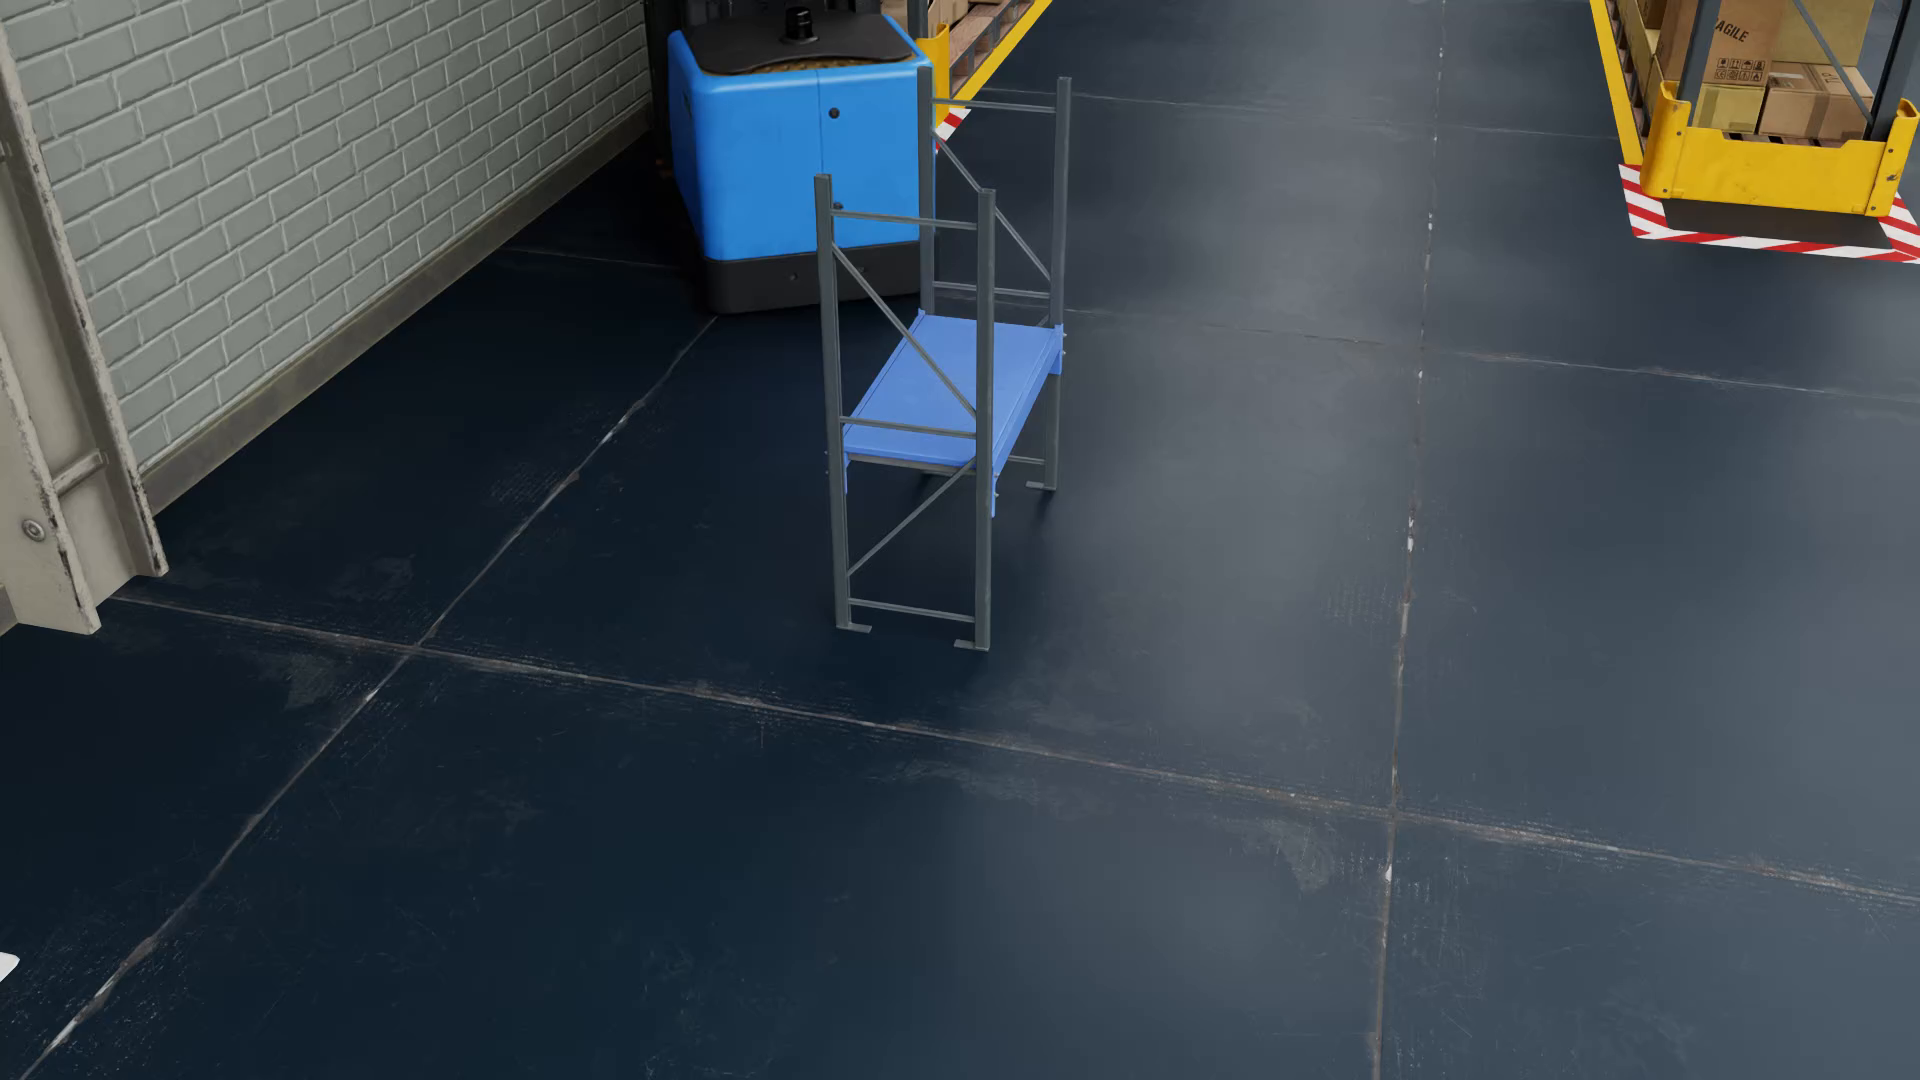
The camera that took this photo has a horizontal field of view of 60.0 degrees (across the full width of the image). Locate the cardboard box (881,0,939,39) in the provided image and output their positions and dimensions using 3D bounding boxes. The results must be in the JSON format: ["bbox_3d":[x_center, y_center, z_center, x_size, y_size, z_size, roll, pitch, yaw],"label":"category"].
[{"bbox_3d":[-0.413,-3.119,9.956,0.500,0.311,0.500,4,33,7],"label":"cardboard box"}]

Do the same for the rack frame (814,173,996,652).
[{"bbox_3d":[-0.151,-0.325,4.863,0.500,1.500,0.032,8,33,12],"label":"rack frame"}]

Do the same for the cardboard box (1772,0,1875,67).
[{"bbox_3d":[4.593,-2.890,8.972,0.500,0.500,0.500,8,33,12],"label":"cardboard box"}]

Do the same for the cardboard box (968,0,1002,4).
[{"bbox_3d":[-0.033,-3.868,10.959,0.700,0.500,0.500,6,33,9],"label":"cardboard box"}]

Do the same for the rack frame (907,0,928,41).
[{"bbox_3d":[-0.675,-3.721,8.807,1.000,3.000,0.127,8,33,12],"label":"rack frame"}]

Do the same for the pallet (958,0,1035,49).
[{"bbox_3d":[-0.104,-3.632,11.266,1.003,0.211,1.213,8,33,12],"label":"pallet"}]

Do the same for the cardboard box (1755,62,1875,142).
[{"bbox_3d":[4.468,-2.313,8.764,0.500,0.250,0.500,8,33,12],"label":"cardboard box"}]

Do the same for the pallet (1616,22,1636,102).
[{"bbox_3d":[4.582,-2.905,10.123,1.003,0.211,1.213,8,33,12],"label":"pallet"}]

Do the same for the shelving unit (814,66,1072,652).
[{"bbox_3d":[-0.022,-0.589,5.278,0.538,1.500,1.048,8,33,12],"label":"shelving unit"}]

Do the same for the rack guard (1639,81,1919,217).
[{"bbox_3d":[4.111,-1.981,8.400,1.175,0.500,0.348,8,33,12],"label":"rack guard"}]

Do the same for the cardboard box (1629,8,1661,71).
[{"bbox_3d":[4.208,-2.905,9.695,0.500,0.250,0.500,8,33,12],"label":"cardboard box"}]

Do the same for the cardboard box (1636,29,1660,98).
[{"bbox_3d":[4.083,-2.645,9.286,0.500,0.250,0.500,8,33,12],"label":"cardboard box"}]

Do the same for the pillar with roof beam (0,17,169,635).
[{"bbox_3d":[1.307,-3.034,2.135,9.100,9.000,0.400,8,33,12],"label":"pillar with roof beam"}]

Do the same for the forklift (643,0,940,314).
[{"bbox_3d":[-0.977,-2.992,7.724,1.130,2.935,3.031,-9,33,-13],"label":"forklift"}]

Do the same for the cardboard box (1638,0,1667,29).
[{"bbox_3d":[4.205,-3.222,9.494,0.500,0.500,0.500,8,33,12],"label":"cardboard box"}]

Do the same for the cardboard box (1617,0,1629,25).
[{"bbox_3d":[4.458,-3.424,10.512,0.500,0.250,0.500,8,33,12],"label":"cardboard box"}]

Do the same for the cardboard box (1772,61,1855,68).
[{"bbox_3d":[4.592,-2.573,9.173,0.500,0.250,0.500,8,33,12],"label":"cardboard box"}]

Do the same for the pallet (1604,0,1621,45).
[{"bbox_3d":[4.890,-3.541,11.122,1.003,0.211,1.213,8,33,12],"label":"pallet"}]

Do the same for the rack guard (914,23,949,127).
[{"bbox_3d":[-0.656,-2.706,9.540,1.175,0.500,0.348,8,33,12],"label":"rack guard"}]

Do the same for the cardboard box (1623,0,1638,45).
[{"bbox_3d":[4.337,-3.164,10.102,0.500,0.250,0.500,8,33,12],"label":"cardboard box"}]

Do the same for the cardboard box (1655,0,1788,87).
[{"bbox_3d":[3.965,-2.701,8.675,0.500,0.500,0.500,8,33,12],"label":"cardboard box"}]

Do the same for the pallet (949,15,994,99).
[{"bbox_3d":[-0.416,-3.000,10.273,1.003,0.211,1.213,8,33,12],"label":"pallet"}]

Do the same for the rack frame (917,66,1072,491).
[{"bbox_3d":[0.107,-0.852,5.693,0.500,1.500,0.032,8,33,12],"label":"rack frame"}]

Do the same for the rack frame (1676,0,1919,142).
[{"bbox_3d":[4.117,-3.048,7.749,1.000,3.000,0.127,8,33,12],"label":"rack frame"}]

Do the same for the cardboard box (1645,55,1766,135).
[{"bbox_3d":[3.967,-2.384,8.875,0.500,0.250,0.500,8,33,12],"label":"cardboard box"}]

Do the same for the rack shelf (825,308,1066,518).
[{"bbox_3d":[-0.022,-0.437,5.374,0.538,0.185,1.000,8,33,12],"label":"rack shelf"}]

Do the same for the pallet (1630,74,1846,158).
[{"bbox_3d":[4.271,-2.274,9.131,1.003,0.211,1.213,8,33,12],"label":"pallet"}]

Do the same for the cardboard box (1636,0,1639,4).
[{"bbox_3d":[4.333,-3.481,9.902,0.500,0.500,0.500,8,33,12],"label":"cardboard box"}]

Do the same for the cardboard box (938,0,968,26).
[{"bbox_3d":[-0.268,-3.415,10.421,0.500,0.311,0.500,11,34,16],"label":"cardboard box"}]
